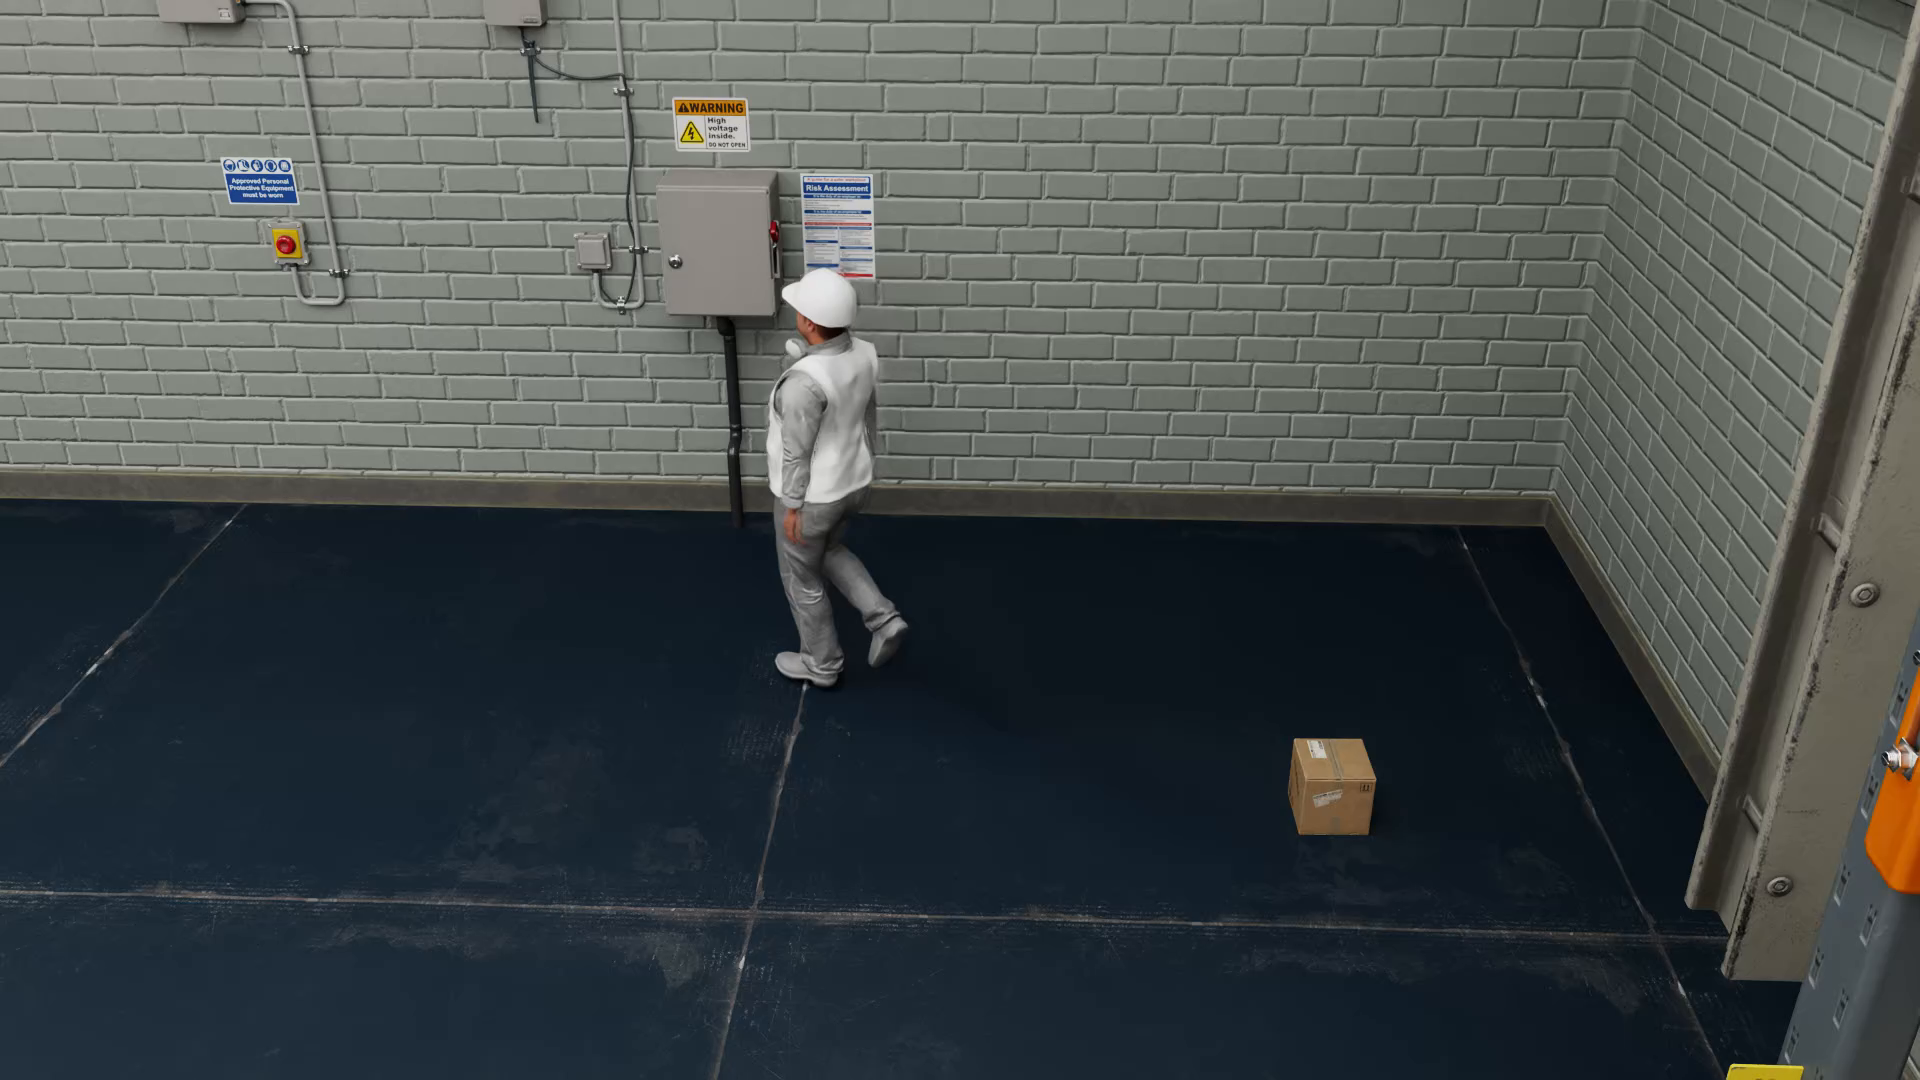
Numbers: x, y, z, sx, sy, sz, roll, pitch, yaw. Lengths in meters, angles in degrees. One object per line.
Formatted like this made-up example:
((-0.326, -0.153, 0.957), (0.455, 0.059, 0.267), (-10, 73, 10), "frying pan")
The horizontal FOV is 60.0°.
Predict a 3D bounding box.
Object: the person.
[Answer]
((-0.506, -0.214, 6.455), (0.543, 1.758, 0.529), (16, 32, 28), "person")
